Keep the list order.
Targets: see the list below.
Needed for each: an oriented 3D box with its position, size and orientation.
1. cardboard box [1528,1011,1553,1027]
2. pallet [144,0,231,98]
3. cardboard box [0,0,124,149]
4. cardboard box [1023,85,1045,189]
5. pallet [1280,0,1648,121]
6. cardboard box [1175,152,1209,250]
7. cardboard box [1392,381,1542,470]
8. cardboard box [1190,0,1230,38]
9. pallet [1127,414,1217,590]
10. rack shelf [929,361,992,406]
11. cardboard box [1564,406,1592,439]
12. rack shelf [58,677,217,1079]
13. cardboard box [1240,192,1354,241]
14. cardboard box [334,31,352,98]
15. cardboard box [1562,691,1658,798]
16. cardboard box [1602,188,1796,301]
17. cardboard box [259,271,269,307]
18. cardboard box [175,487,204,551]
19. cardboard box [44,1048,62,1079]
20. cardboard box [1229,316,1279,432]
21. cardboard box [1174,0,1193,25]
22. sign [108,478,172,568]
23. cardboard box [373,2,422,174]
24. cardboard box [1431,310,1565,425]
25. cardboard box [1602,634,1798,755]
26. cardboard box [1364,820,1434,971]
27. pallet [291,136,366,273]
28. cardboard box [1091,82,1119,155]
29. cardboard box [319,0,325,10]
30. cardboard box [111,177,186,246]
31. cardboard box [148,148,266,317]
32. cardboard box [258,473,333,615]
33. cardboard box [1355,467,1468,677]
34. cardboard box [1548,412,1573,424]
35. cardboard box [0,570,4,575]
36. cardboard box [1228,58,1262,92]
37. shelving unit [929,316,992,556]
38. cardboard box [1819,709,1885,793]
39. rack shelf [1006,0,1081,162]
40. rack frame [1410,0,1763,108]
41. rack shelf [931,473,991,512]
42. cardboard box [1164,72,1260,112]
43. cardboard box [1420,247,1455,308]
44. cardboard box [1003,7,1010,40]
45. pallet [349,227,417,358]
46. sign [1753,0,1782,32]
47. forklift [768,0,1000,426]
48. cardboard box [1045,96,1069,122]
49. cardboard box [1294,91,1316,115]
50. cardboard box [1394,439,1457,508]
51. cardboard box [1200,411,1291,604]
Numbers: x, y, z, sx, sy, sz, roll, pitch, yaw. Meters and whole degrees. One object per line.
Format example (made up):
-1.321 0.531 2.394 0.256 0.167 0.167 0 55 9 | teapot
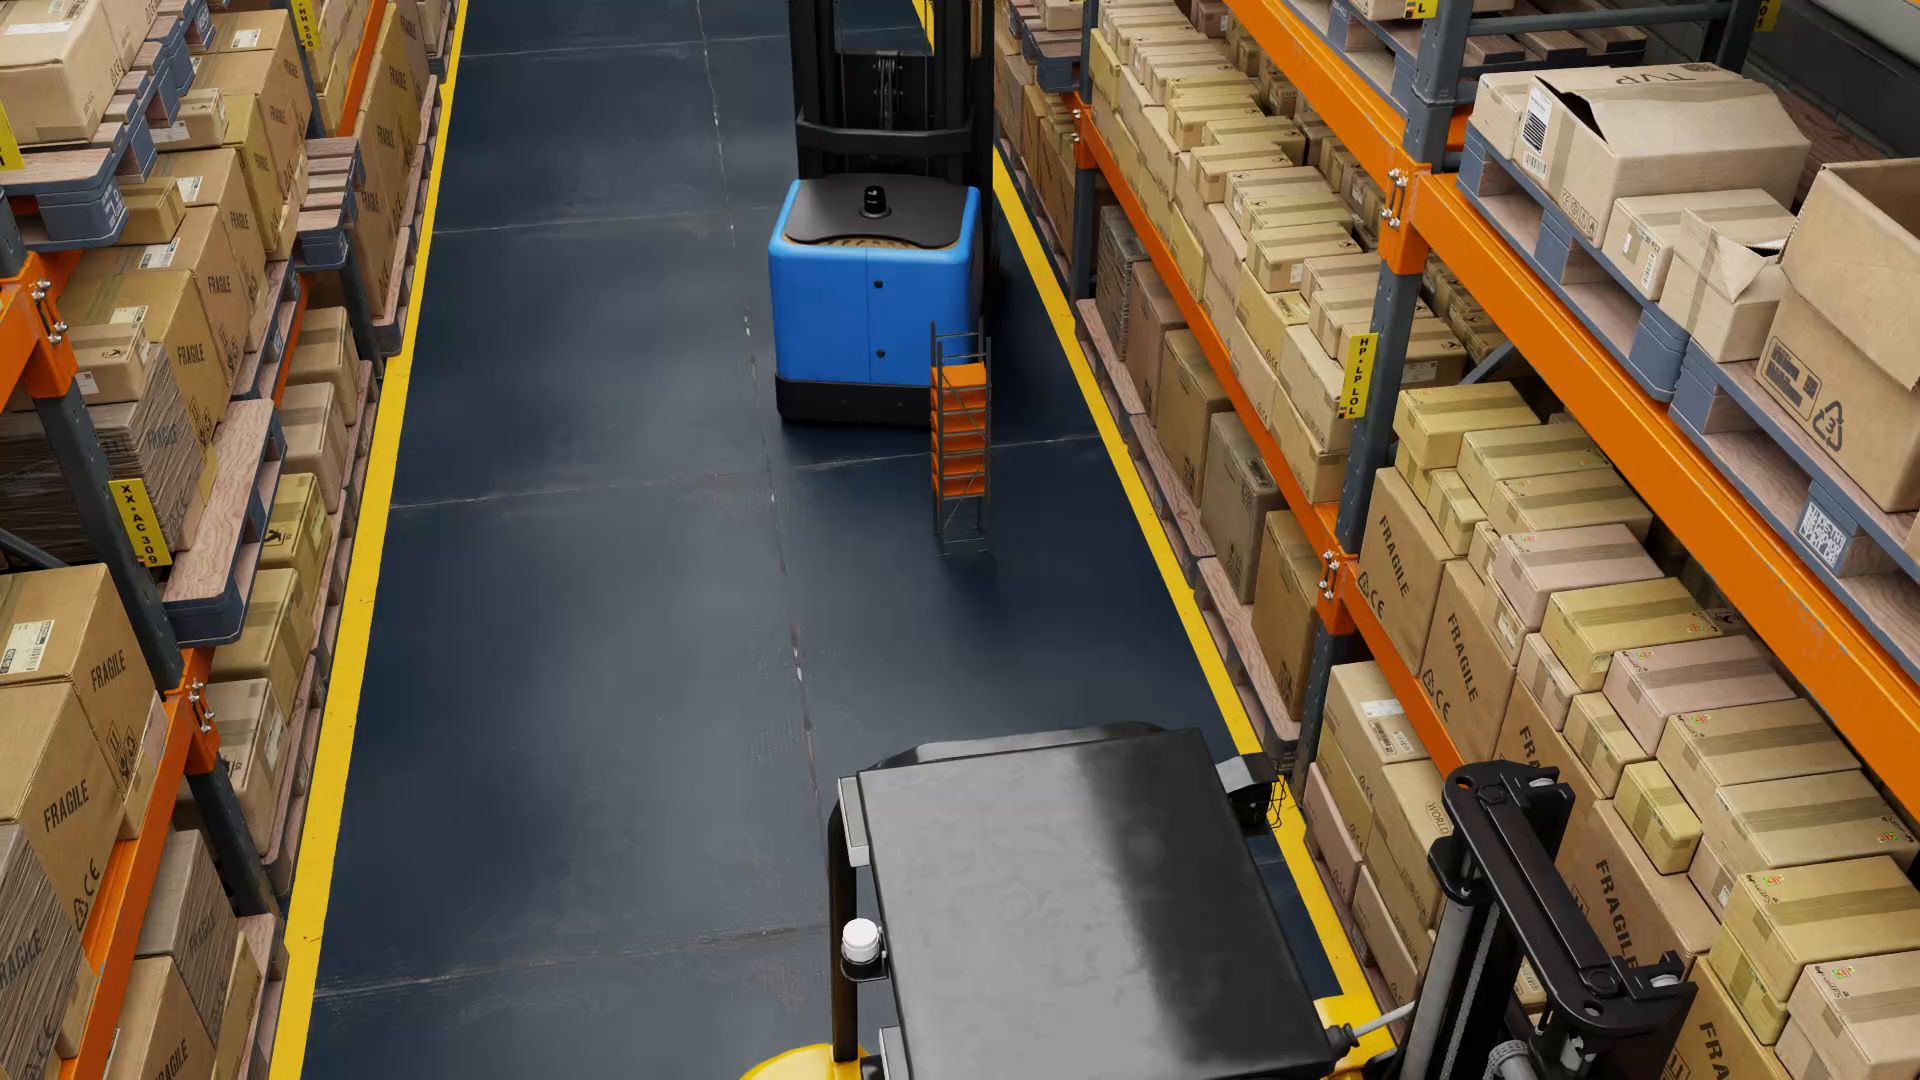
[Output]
1.895 1.598 4.732 0.500 0.250 0.500 -7 38 -9 | cardboard box
-3.218 -1.765 5.685 1.213 0.211 1.003 -6 38 -8 | pallet
-2.738 -1.331 4.754 0.500 0.250 0.500 -7 38 -9 | cardboard box
0.697 -2.627 10.781 0.500 0.500 0.500 -5 38 -6 | cardboard box
1.689 -1.821 5.759 0.805 0.209 1.217 -8 39 -10 | pallet
1.267 -1.514 7.368 0.500 0.250 0.500 -6 38 -7 | cardboard box
1.620 -0.369 5.327 0.380 0.149 0.250 -5 38 -7 | cardboard box
1.411 -2.717 8.592 0.380 0.149 0.250 -5 38 -6 | cardboard box
1.471 -0.258 8.310 1.003 0.211 1.213 -6 38 -8 | pallet
0.003 -0.714 7.577 0.258 0.103 0.180 -6 38 -8 | rack shelf
2.210 -0.433 5.410 0.380 0.149 0.250 -6 38 -8 | cardboard box
-2.679 1.848 3.913 1.077 0.370 4.000 -6 38 -8 | rack shelf
1.363 -1.275 6.736 0.380 0.149 0.250 -7 38 -9 | cardboard box
-3.677 -2.632 9.215 0.500 0.250 0.500 -7 38 -9 | cardboard box
1.849 0.521 4.424 0.380 0.149 0.250 -7 38 -9 | cardboard box
1.771 -0.703 3.946 0.380 0.149 0.250 -5 38 -7 | cardboard box
-3.093 -1.027 6.889 0.380 0.149 0.250 -7 38 -9 | cardboard box
-2.816 -0.079 5.669 0.380 0.149 0.250 -6 38 -7 | cardboard box
-2.477 1.387 4.124 0.380 0.149 0.250 -7 38 -9 | cardboard box
1.417 -0.700 6.729 0.500 0.250 0.500 -6 38 -8 | cardboard box
1.219 -3.129 9.309 0.500 0.500 0.500 -5 38 -6 | cardboard box
-2.497 -0.049 5.062 0.100 0.325 0.005 -6 38 -8 | sign
-4.079 -2.892 10.818 0.875 0.875 0.875 -5 38 -7 | cardboard box
2.020 -0.653 6.260 0.500 0.250 0.500 -7 38 -9 | cardboard box
1.924 0.401 4.337 0.380 0.149 0.250 -6 38 -8 | cardboard box
1.727 1.172 5.688 0.500 0.250 0.500 -6 38 -8 | cardboard box
-3.501 -1.565 7.876 1.213 0.211 1.003 -6 38 -8 | pallet
0.992 -2.243 8.714 0.500 0.250 0.500 -6 38 -8 | cardboard box
-3.673 -3.117 8.821 0.500 0.500 0.500 -6 38 -8 | cardboard box
-3.056 -1.190 6.042 0.380 0.149 0.250 -4 38 -5 | cardboard box
-3.092 -1.193 6.574 0.500 0.500 0.500 -8 39 -10 | cardboard box
-3.377 0.057 7.431 0.950 0.372 0.625 -5 38 -6 | cardboard box
1.677 0.076 5.525 0.500 0.500 0.500 -7 38 -9 | cardboard box
2.165 -0.309 5.493 0.380 0.149 0.250 -6 38 -8 | cardboard box
-3.392 0.008 5.557 0.380 0.149 0.250 -6 38 -7 | cardboard box
1.599 -2.184 8.232 0.500 0.250 0.500 -6 38 -8 | cardboard box
0.003 -0.465 7.771 0.258 1.200 0.189 -6 38 -8 | shelving unit
2.416 0.500 4.208 0.380 0.149 0.250 -5 38 -7 | cardboard box
0.804 -3.520 10.823 1.077 0.370 4.000 -6 38 -8 | rack shelf
1.856 -2.549 4.097 1.000 3.000 0.127 -6 38 -8 | rack frame
0.003 -0.240 7.945 0.258 0.103 0.180 -6 38 -8 | rack shelf
1.171 -2.049 7.732 0.380 0.149 0.250 -6 38 -7 | cardboard box
1.967 -1.030 6.421 0.380 0.149 0.250 -6 38 -8 | cardboard box
0.504 -3.570 11.467 0.380 0.149 0.250 -6 38 -8 | cardboard box
-3.795 -1.443 9.836 1.003 0.211 1.213 -6 38 -8 | pallet
2.402 -1.661 4.912 0.100 0.325 0.005 -6 38 -8 | sign
-0.338 -2.648 9.170 1.130 2.935 3.031 3 38 4 | forklift
0.738 -2.628 10.254 0.380 0.149 0.250 -7 38 -9 | cardboard box
1.759 -1.960 7.617 0.380 0.149 0.250 -7 38 -9 | cardboard box
1.653 -0.255 5.423 0.380 0.149 0.250 -7 38 -9 | cardboard box
1.625 -0.192 7.545 0.875 0.625 0.625 -7 38 -8 | cardboard box
